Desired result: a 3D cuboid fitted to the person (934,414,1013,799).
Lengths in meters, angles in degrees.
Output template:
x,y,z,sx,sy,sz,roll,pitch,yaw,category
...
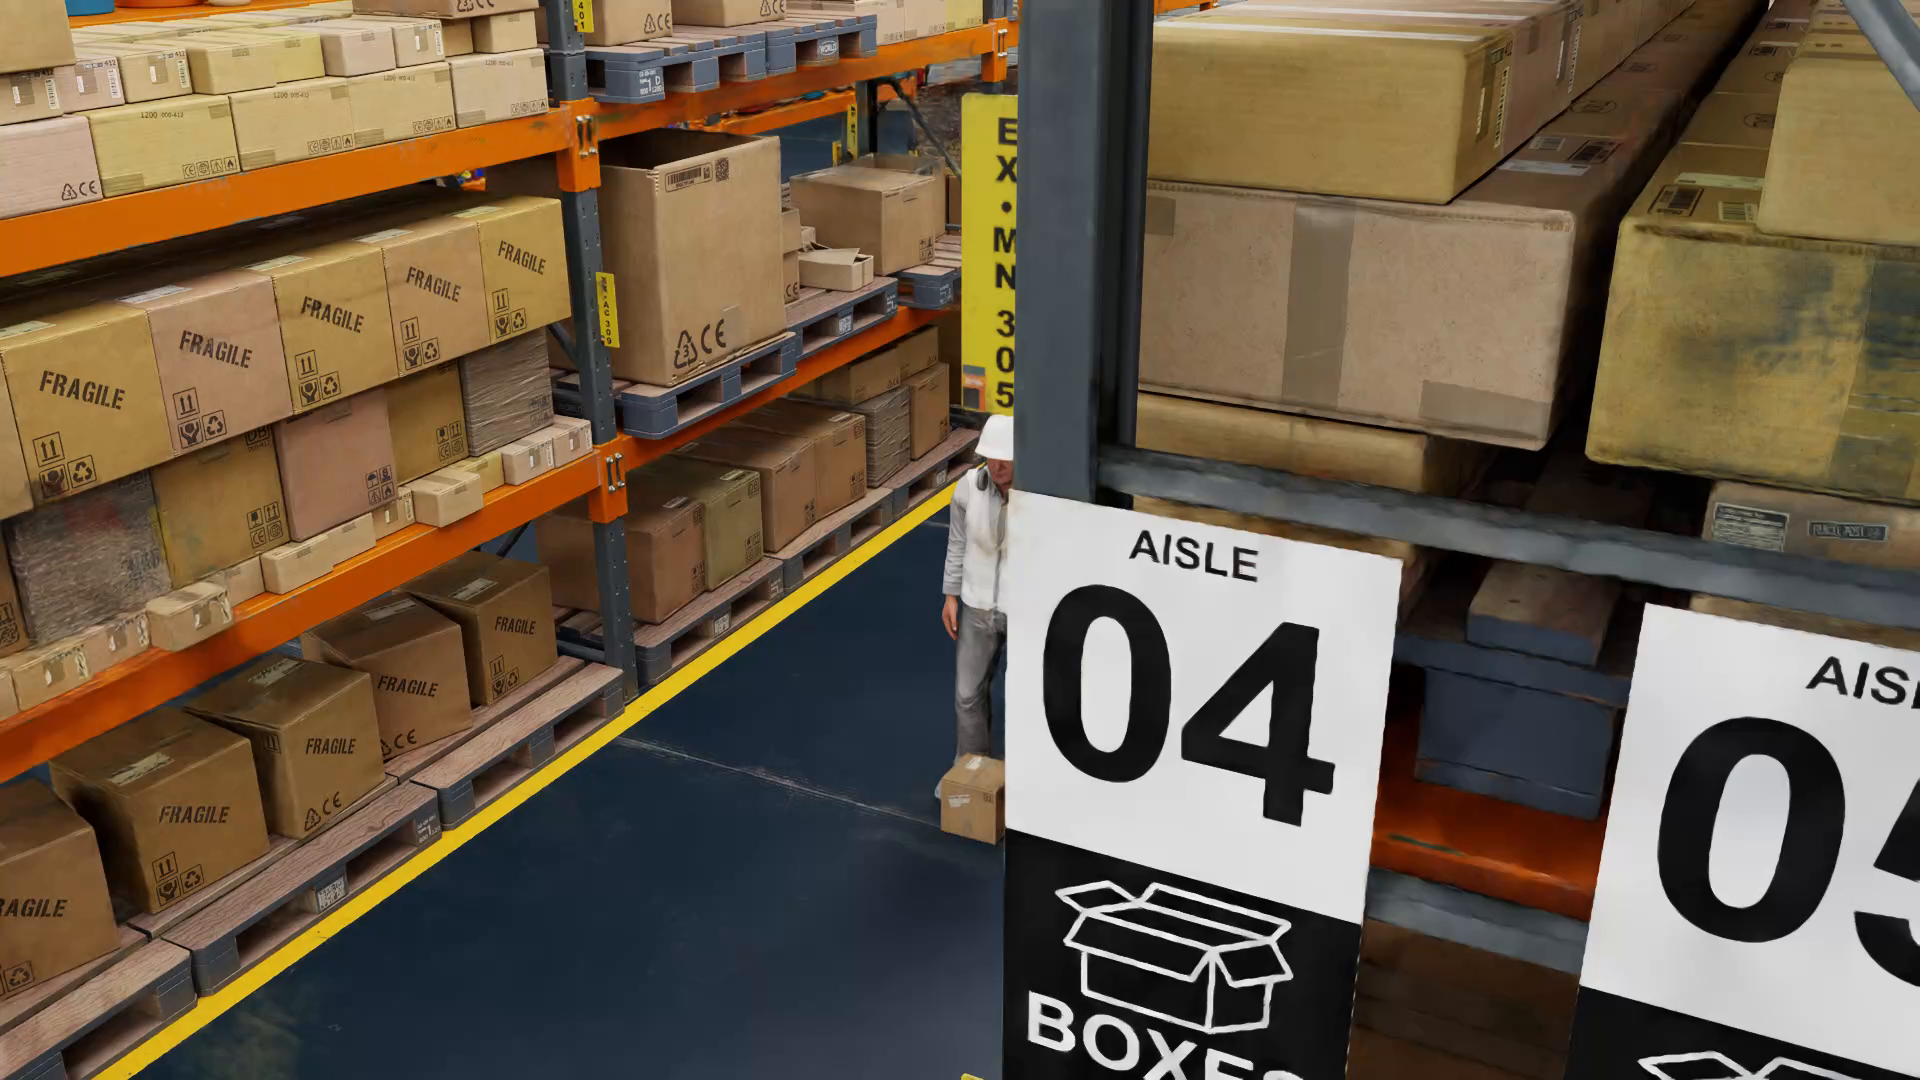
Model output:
x,y,z,sx,sy,sz,roll,pitch,yaw,category
0.199,0.284,6.875,0.571,1.771,0.458,10,25,23,person
